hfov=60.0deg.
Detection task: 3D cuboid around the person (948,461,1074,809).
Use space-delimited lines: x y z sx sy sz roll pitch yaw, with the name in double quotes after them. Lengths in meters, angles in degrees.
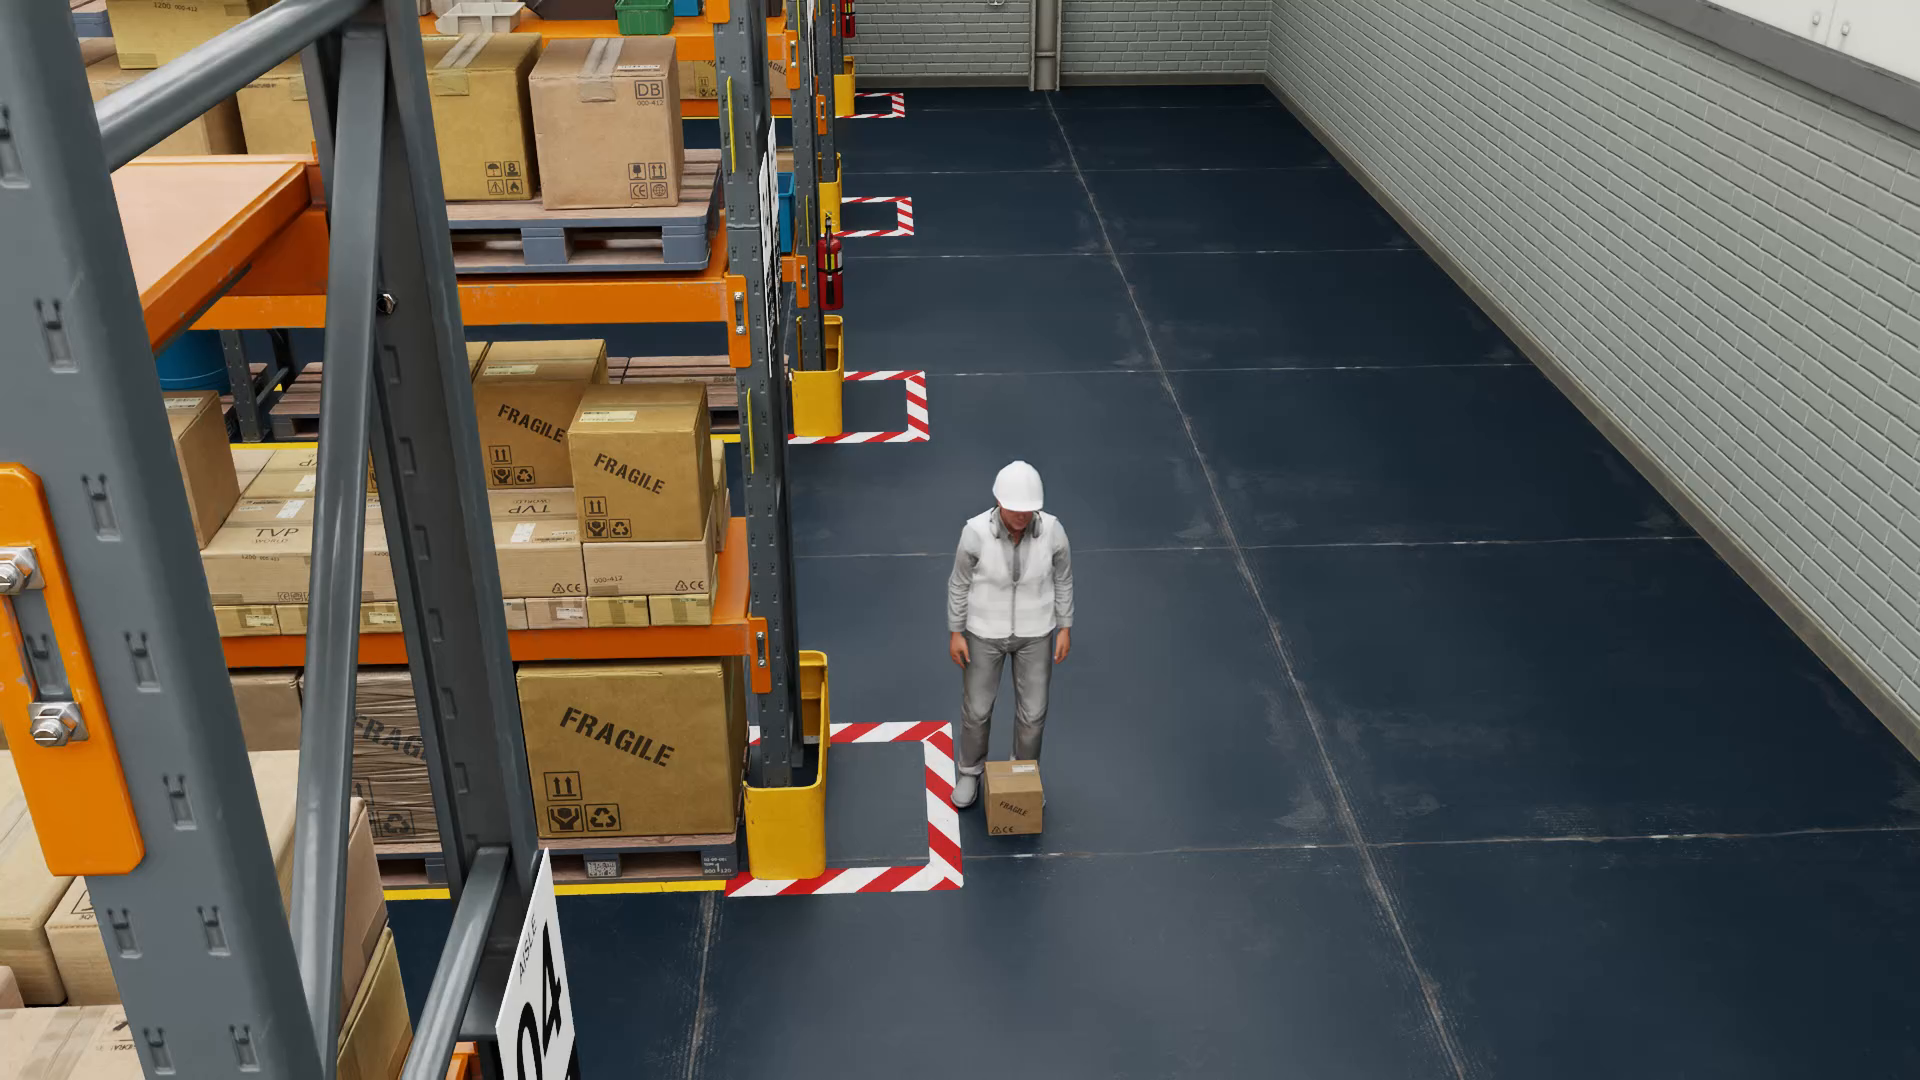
0.236 0.428 7.763 0.589 1.772 0.464 -2 27 -4 "person"
